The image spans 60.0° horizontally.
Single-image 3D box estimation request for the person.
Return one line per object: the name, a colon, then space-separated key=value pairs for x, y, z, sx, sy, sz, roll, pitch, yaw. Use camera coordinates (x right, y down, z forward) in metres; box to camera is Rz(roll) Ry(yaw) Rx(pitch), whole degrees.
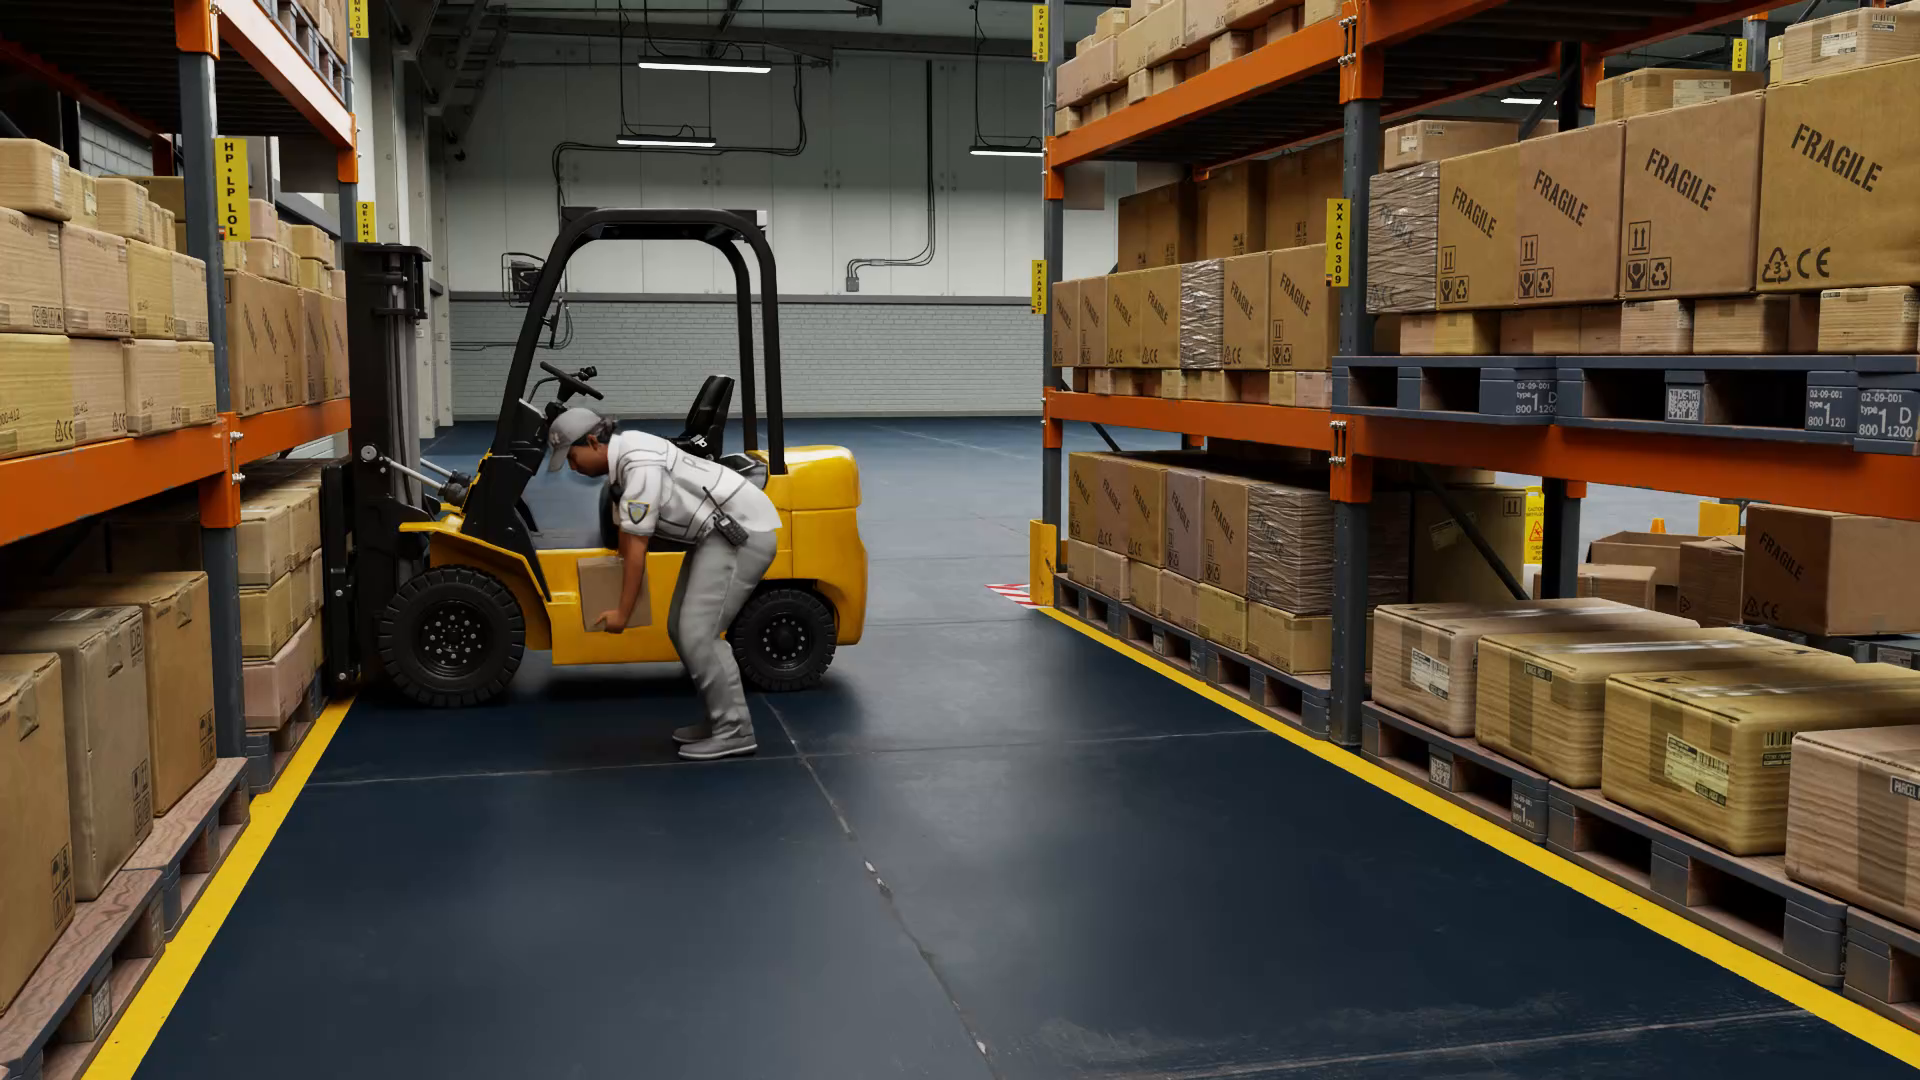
person: x=-1.116 y=0.157 z=6.334 sx=0.873 sy=1.325 sz=0.467 roll=-2 pitch=6 yaw=-15
